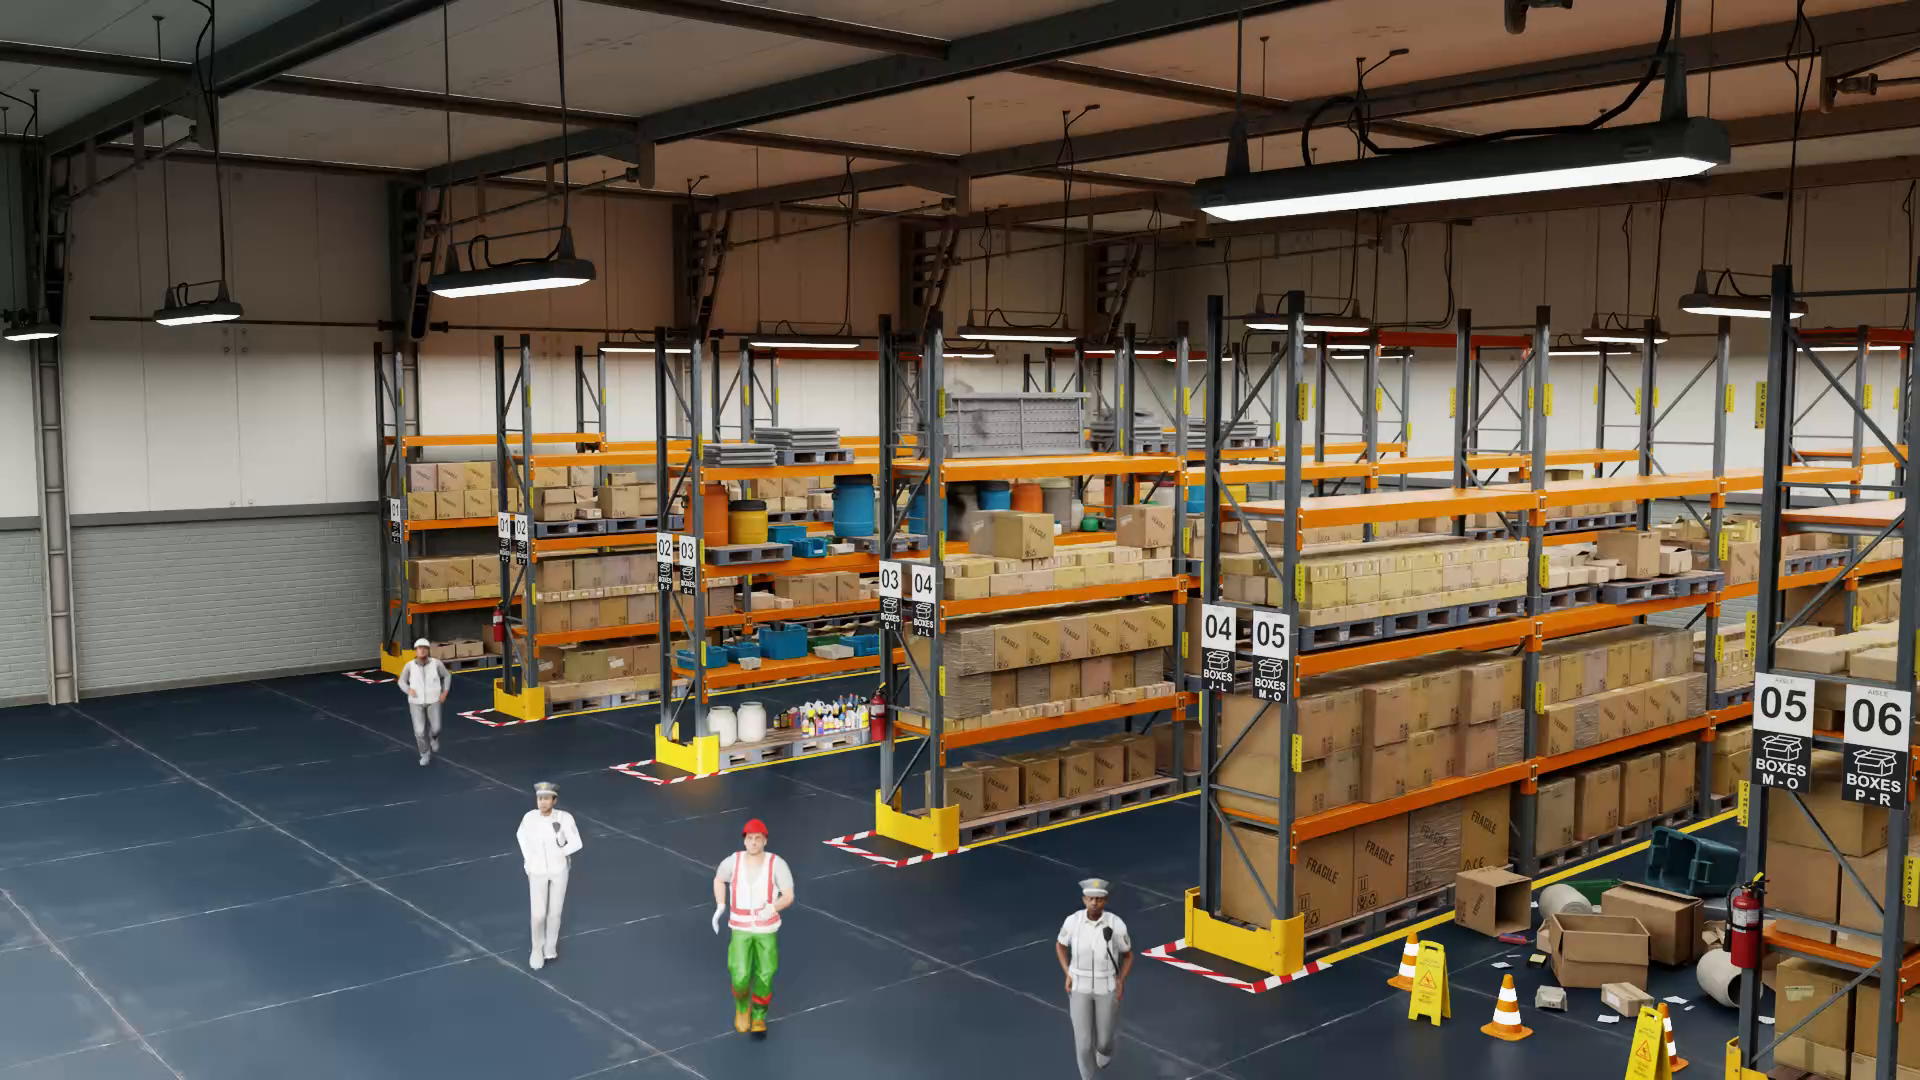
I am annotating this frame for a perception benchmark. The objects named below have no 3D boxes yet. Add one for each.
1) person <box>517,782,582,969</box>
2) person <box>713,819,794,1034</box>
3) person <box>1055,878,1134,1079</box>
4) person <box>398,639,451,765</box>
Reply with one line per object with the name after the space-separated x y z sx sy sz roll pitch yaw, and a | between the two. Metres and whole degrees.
-3.664 2.986 14.835 0.584 1.710 0.667 -1 5 -9 | person
-1.631 3.080 13.130 0.649 1.742 0.642 0 5 -5 | person
0.970 3.253 12.064 0.577 1.680 0.679 1 5 8 | person
-7.369 2.222 22.917 0.710 1.738 0.573 -2 6 -20 | person
